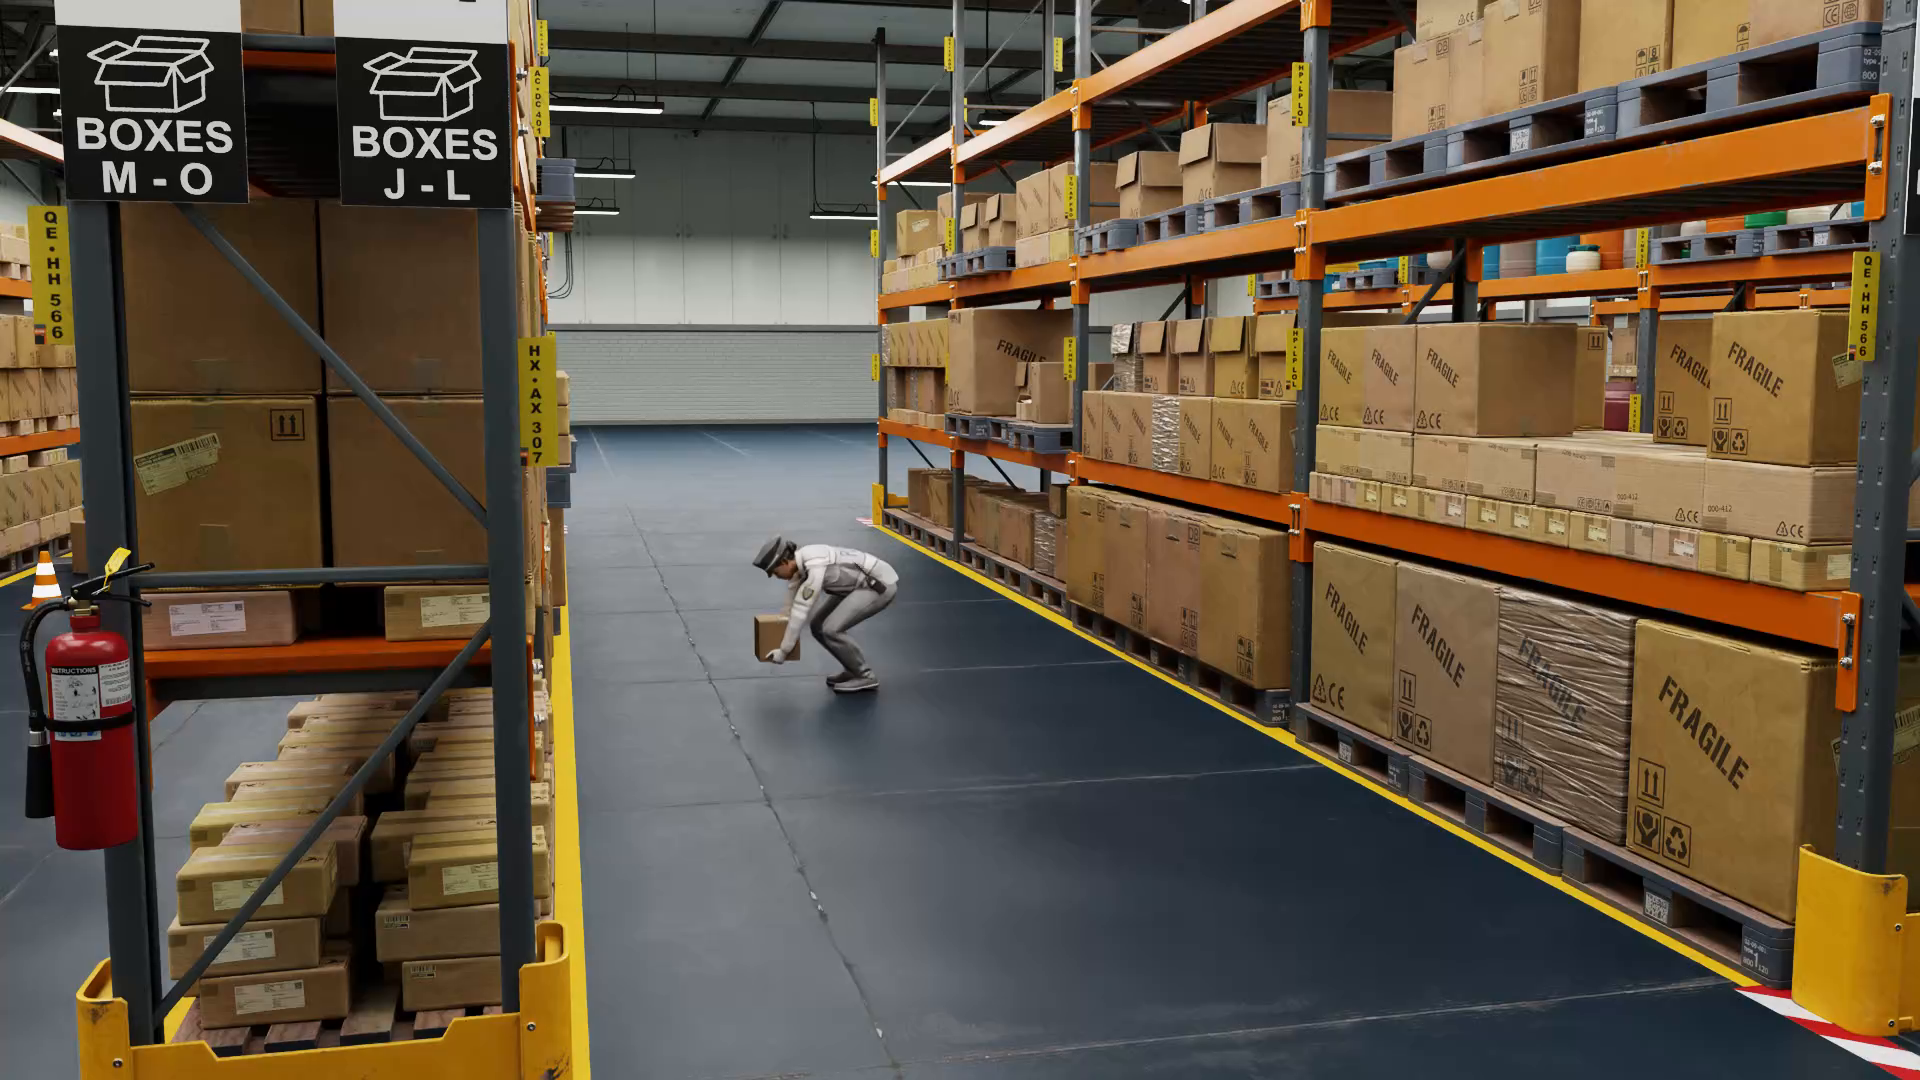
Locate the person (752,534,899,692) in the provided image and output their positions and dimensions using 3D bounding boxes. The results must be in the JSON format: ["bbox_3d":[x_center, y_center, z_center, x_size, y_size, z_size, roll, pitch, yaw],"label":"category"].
[{"bbox_3d":[-0.834,0.441,10.303,0.911,0.983,0.468,-2,6,-16],"label":"person"}]
